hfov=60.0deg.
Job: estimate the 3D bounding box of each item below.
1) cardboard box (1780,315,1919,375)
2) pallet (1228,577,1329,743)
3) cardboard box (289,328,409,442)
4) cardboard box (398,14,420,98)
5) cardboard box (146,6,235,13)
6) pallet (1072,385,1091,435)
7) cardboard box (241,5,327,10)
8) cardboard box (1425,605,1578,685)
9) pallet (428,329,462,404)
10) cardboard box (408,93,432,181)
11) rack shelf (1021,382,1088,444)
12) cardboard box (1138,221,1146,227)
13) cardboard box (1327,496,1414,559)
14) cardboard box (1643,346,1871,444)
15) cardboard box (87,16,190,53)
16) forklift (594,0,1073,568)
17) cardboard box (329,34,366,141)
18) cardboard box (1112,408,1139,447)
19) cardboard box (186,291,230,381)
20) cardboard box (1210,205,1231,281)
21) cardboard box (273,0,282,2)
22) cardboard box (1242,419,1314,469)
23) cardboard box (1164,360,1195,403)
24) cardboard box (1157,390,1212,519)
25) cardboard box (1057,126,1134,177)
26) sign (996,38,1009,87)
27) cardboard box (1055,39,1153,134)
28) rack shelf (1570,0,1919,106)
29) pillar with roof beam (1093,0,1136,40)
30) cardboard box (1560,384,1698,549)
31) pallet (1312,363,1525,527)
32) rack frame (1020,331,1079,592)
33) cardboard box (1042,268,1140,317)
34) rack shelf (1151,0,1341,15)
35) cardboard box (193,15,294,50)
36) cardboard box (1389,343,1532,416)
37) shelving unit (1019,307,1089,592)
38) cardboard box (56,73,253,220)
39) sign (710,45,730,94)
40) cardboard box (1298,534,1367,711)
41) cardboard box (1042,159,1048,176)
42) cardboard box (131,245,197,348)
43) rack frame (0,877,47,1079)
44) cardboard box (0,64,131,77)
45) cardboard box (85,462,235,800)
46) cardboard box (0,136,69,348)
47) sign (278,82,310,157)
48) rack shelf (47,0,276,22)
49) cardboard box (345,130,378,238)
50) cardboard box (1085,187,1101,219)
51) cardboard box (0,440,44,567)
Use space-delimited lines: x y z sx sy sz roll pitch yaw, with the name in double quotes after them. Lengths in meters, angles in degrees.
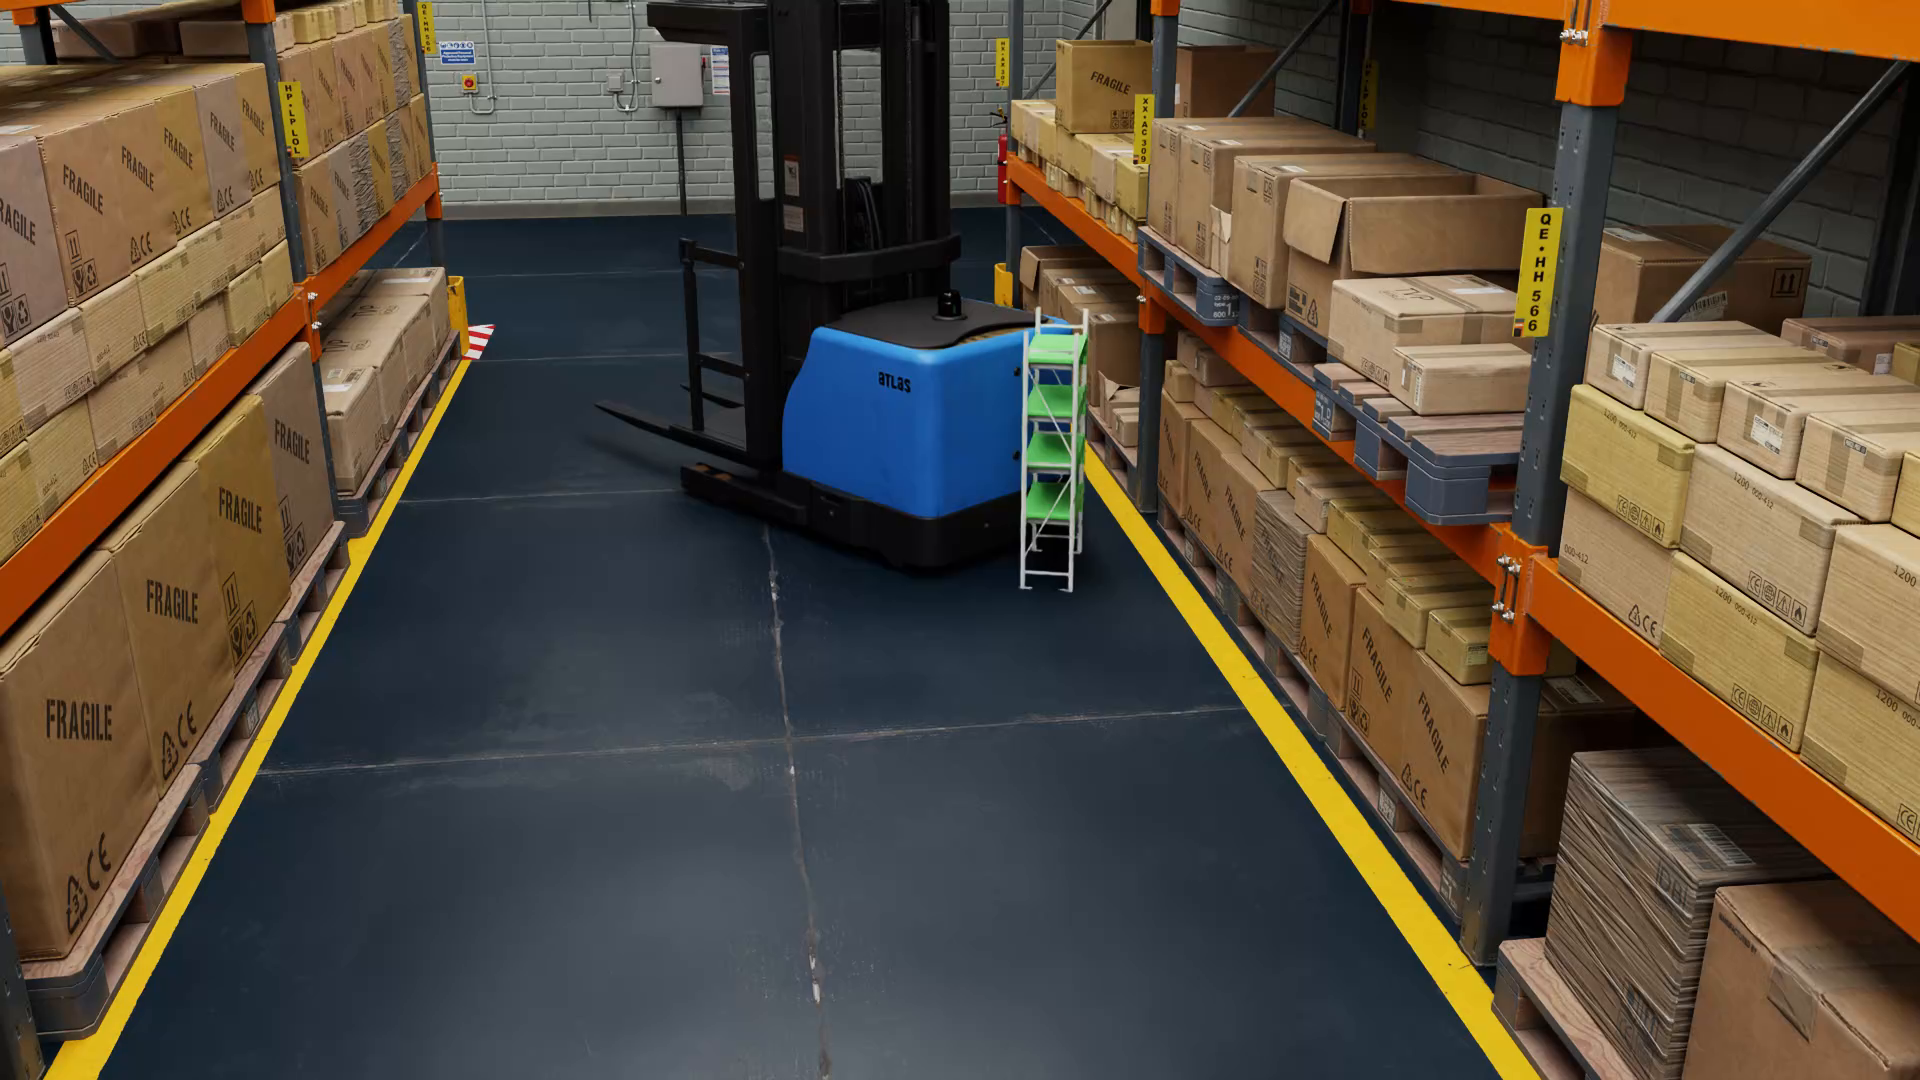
2.239 -0.444 4.049 0.380 0.149 0.250 -2 21 -6 "cardboard box"
1.749 0.428 6.768 1.003 0.211 1.213 -3 21 -8 "pallet"
-3.610 -0.859 9.290 0.875 0.438 0.875 -4 21 -9 "cardboard box"
-3.767 -3.075 10.589 0.500 0.500 0.500 -2 21 -6 "cardboard box"
-3.977 -2.685 8.619 0.380 0.149 0.250 -3 21 -9 "cardboard box"
1.138 -0.936 10.420 1.003 0.211 1.213 -3 21 -8 "pallet"
-3.518 -2.711 8.688 0.380 0.149 0.250 -3 21 -8 "cardboard box"
1.670 0.316 5.128 0.380 0.149 0.250 -4 21 -10 "cardboard box"
-3.880 -1.135 10.954 1.003 0.211 1.213 -3 21 -8 "pallet"
-3.741 -2.608 10.768 0.500 0.500 0.500 -3 21 -7 "cardboard box"
0.432 -0.583 7.558 0.258 0.148 0.480 3 21 8 "rack shelf"
1.120 -1.561 8.468 0.380 0.149 0.250 -3 21 -7 "cardboard box"
1.576 -0.050 6.109 0.380 0.149 0.250 -3 21 -9 "cardboard box"
1.786 -0.329 3.741 0.380 0.149 0.250 -2 21 -7 "cardboard box"
-3.786 -2.336 7.684 0.380 0.149 0.250 -2 21 -6 "cardboard box"
-0.835 -1.668 8.492 1.130 2.935 3.031 -19 28 -41 "forklift"
-3.454 -2.375 8.716 0.500 0.500 0.500 -3 21 -7 "cardboard box"
1.045 -0.620 9.064 0.380 0.149 0.250 -4 21 -9 "cardboard box"
-3.056 -0.765 6.190 0.500 0.250 0.500 -3 21 -9 "cardboard box"
1.236 -1.214 6.773 0.396 0.266 0.258 -2 21 -5 "cardboard box"
-4.117 -3.035 9.557 0.380 0.149 0.250 -3 21 -7 "cardboard box"
1.421 -0.410 7.073 0.380 0.149 0.250 -3 21 -8 "cardboard box"
1.204 -0.773 8.044 0.380 0.149 0.250 -2 21 -5 "cardboard box"
1.263 -0.428 8.047 0.500 0.500 0.500 -2 21 -5 "cardboard box"
0.882 -2.339 9.980 0.500 0.250 0.500 -3 21 -9 "cardboard box"
0.302 -3.344 11.645 0.100 0.325 0.005 -3 21 -8 "sign"
0.854 -2.696 9.866 0.500 0.500 0.500 -2 21 -6 "cardboard box"
2.280 -0.572 2.201 1.077 0.370 4.000 -3 21 -8 "rack shelf"
-2.918 -6.538 12.861 9.100 9.000 0.400 -3 21 -8 "pillar with roof beam"
1.790 -0.193 3.945 0.500 0.250 0.500 -3 21 -8 "cardboard box"
1.825 -0.337 5.107 1.213 0.211 1.003 -3 21 -8 "pallet"
0.395 -0.333 7.394 0.240 1.200 0.015 3 21 8 "rack frame"
0.918 -1.477 10.857 0.700 0.500 0.500 -2 21 -6 "cardboard box"
1.127 -3.342 9.617 1.077 0.370 4.000 -3 21 -8 "rack shelf"
-3.337 -2.359 7.746 0.380 0.149 0.250 -3 21 -7 "cardboard box"
1.518 -0.483 4.982 0.380 0.149 0.250 -3 21 -7 "cardboard box"
0.432 -0.418 7.619 0.258 1.200 0.503 3 21 8 "shelving unit"
-3.101 -1.524 6.437 0.500 0.500 0.500 -3 21 -7 "cardboard box"
-2.350 -4.773 16.844 0.329 0.494 0.001 -3 21 -8 "sign"
1.579 0.288 6.131 0.500 0.500 0.500 -2 21 -5 "cardboard box"
0.745 -2.455 10.861 0.380 0.149 0.250 -2 21 -6 "cardboard box"
-2.941 -0.825 5.637 0.500 0.250 0.500 -3 21 -7 "cardboard box"
-2.919 0.055 3.781 1.000 3.000 0.127 -3 21 -8 "rack frame"
-3.717 -1.678 6.849 0.500 0.500 0.500 -3 21 -7 "cardboard box"
-3.061 0.302 5.558 0.875 0.875 0.875 -3 21 -7 "cardboard box"
-2.829 -0.814 4.537 0.500 0.500 0.500 -3 21 -8 "cardboard box"
-2.960 -1.866 7.382 0.100 0.325 0.005 -3 21 -8 "sign"
-3.784 -3.090 8.944 1.077 0.370 4.000 -3 21 -8 "rack shelf"
-3.438 -1.899 8.870 0.500 0.500 0.500 -3 21 -7 "cardboard box"
0.924 -1.918 9.424 0.380 0.149 0.250 -3 21 -9 "cardboard box"
-2.741 -0.056 4.294 0.500 0.250 0.500 -3 21 -9 "cardboard box"
